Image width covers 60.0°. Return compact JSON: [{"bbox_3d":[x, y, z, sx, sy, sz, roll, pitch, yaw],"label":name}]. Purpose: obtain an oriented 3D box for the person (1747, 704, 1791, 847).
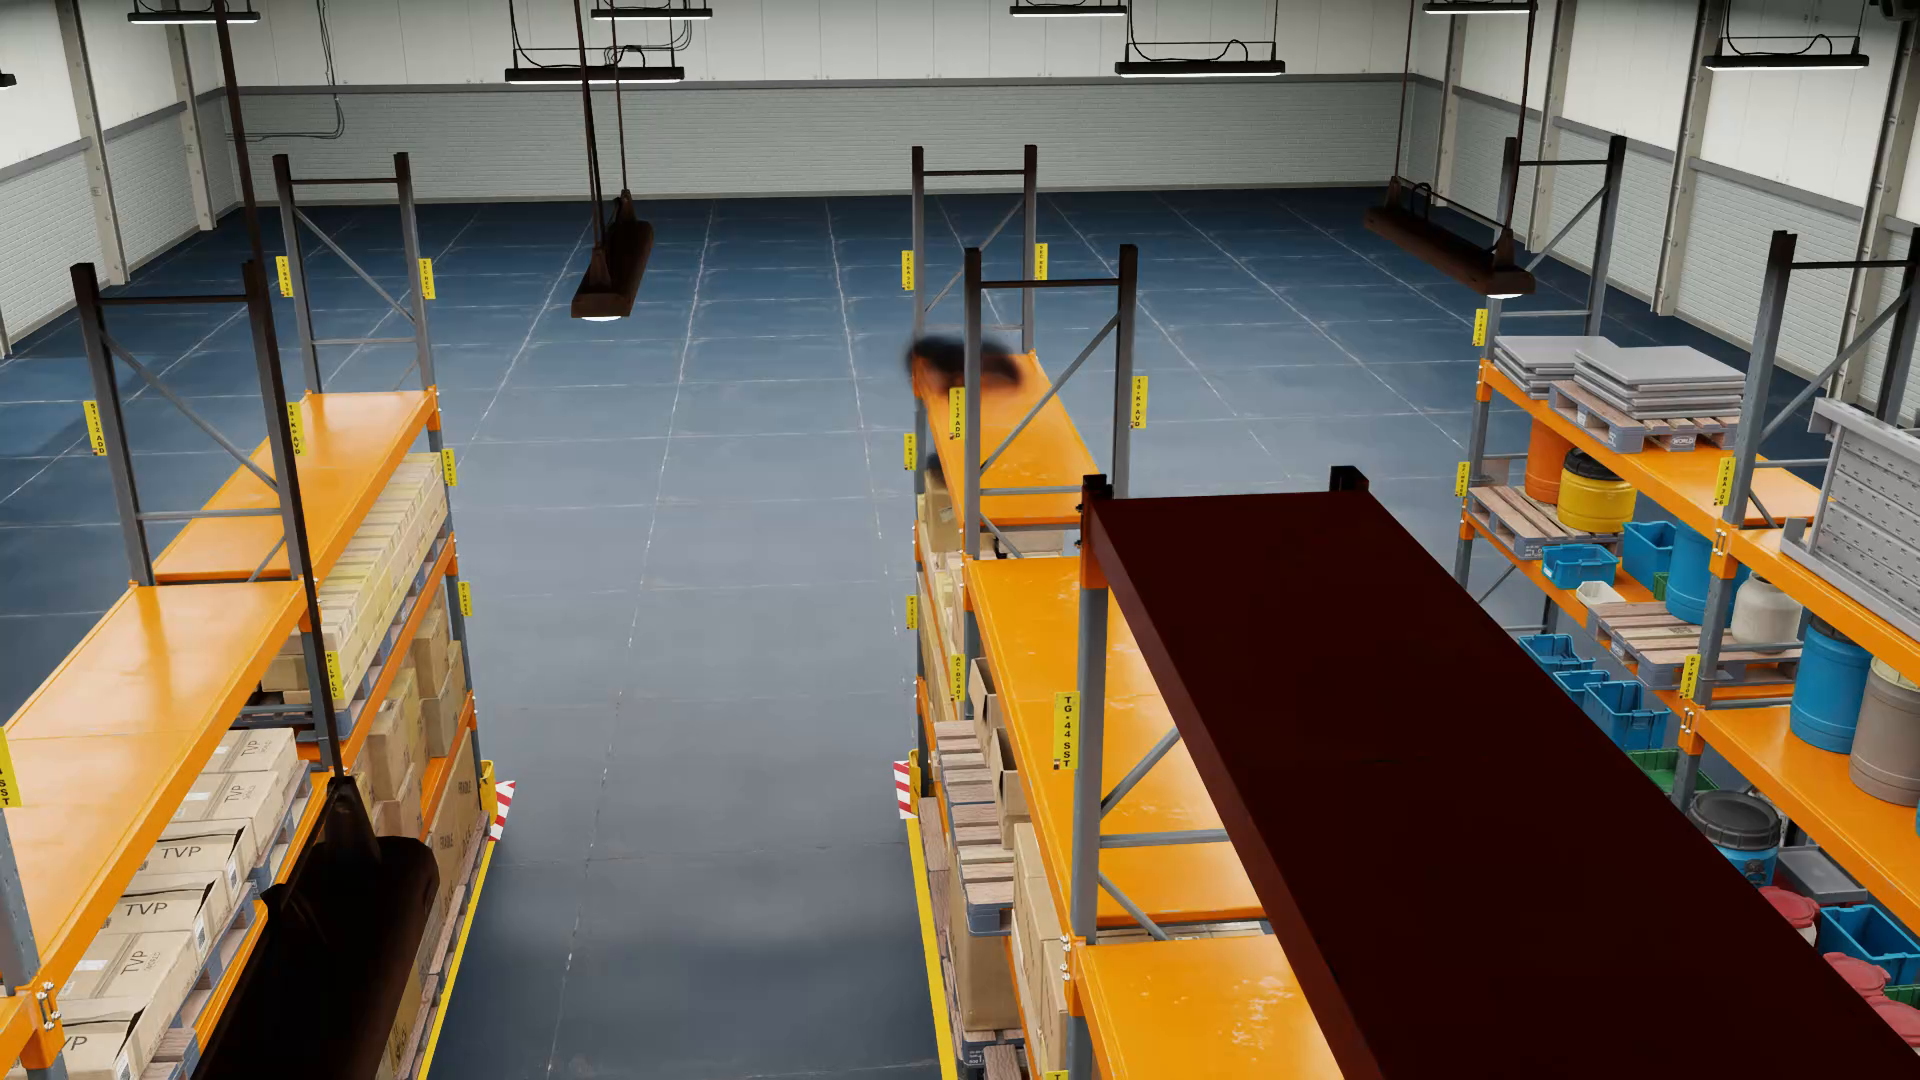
[{"bbox_3d":[6.862,2.151,13.934,0.655,1.684,0.778,-8,23,-19],"label":"person"}]
